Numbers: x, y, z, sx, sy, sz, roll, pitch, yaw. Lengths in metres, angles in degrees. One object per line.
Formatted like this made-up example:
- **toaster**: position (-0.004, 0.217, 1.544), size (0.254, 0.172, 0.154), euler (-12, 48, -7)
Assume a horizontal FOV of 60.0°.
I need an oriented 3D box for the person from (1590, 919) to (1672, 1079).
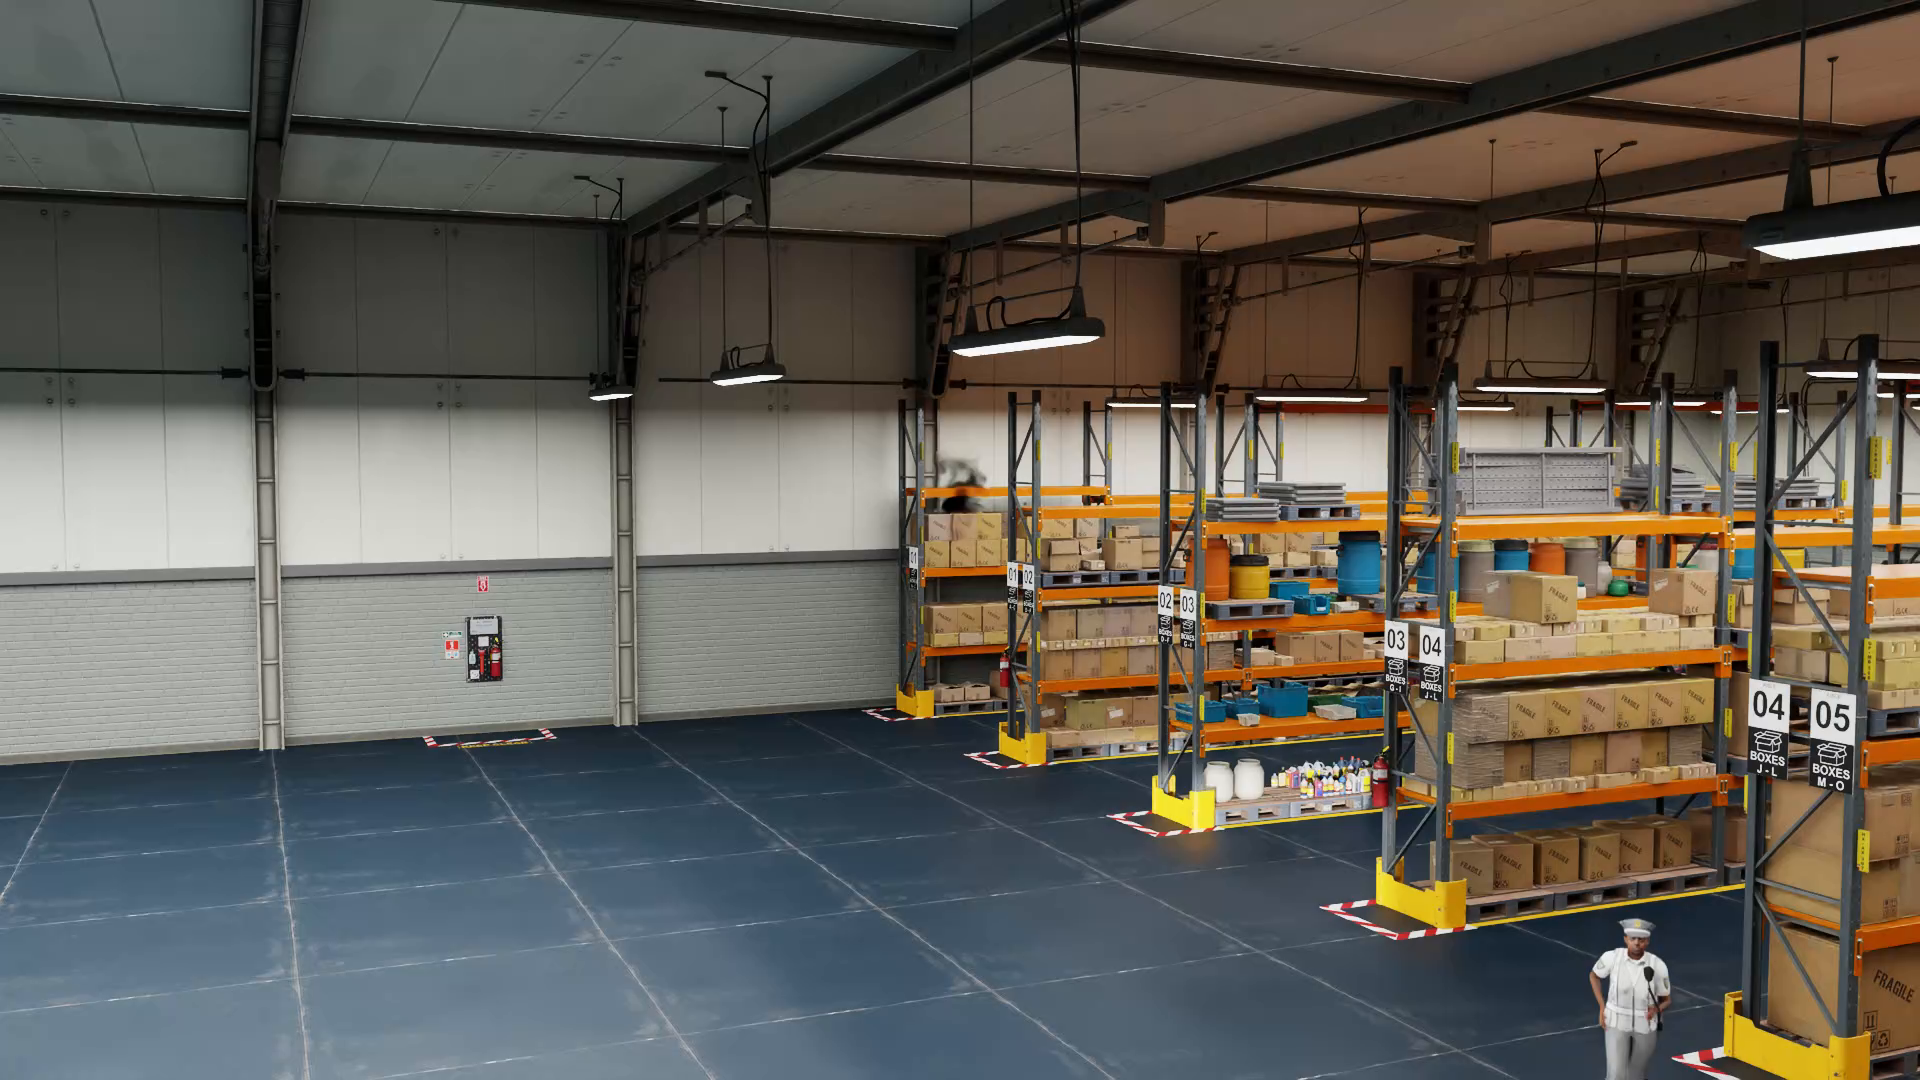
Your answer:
- **person**: position (4.927, 3.613, 12.216), size (0.549, 1.718, 0.697), euler (1, 3, 16)
